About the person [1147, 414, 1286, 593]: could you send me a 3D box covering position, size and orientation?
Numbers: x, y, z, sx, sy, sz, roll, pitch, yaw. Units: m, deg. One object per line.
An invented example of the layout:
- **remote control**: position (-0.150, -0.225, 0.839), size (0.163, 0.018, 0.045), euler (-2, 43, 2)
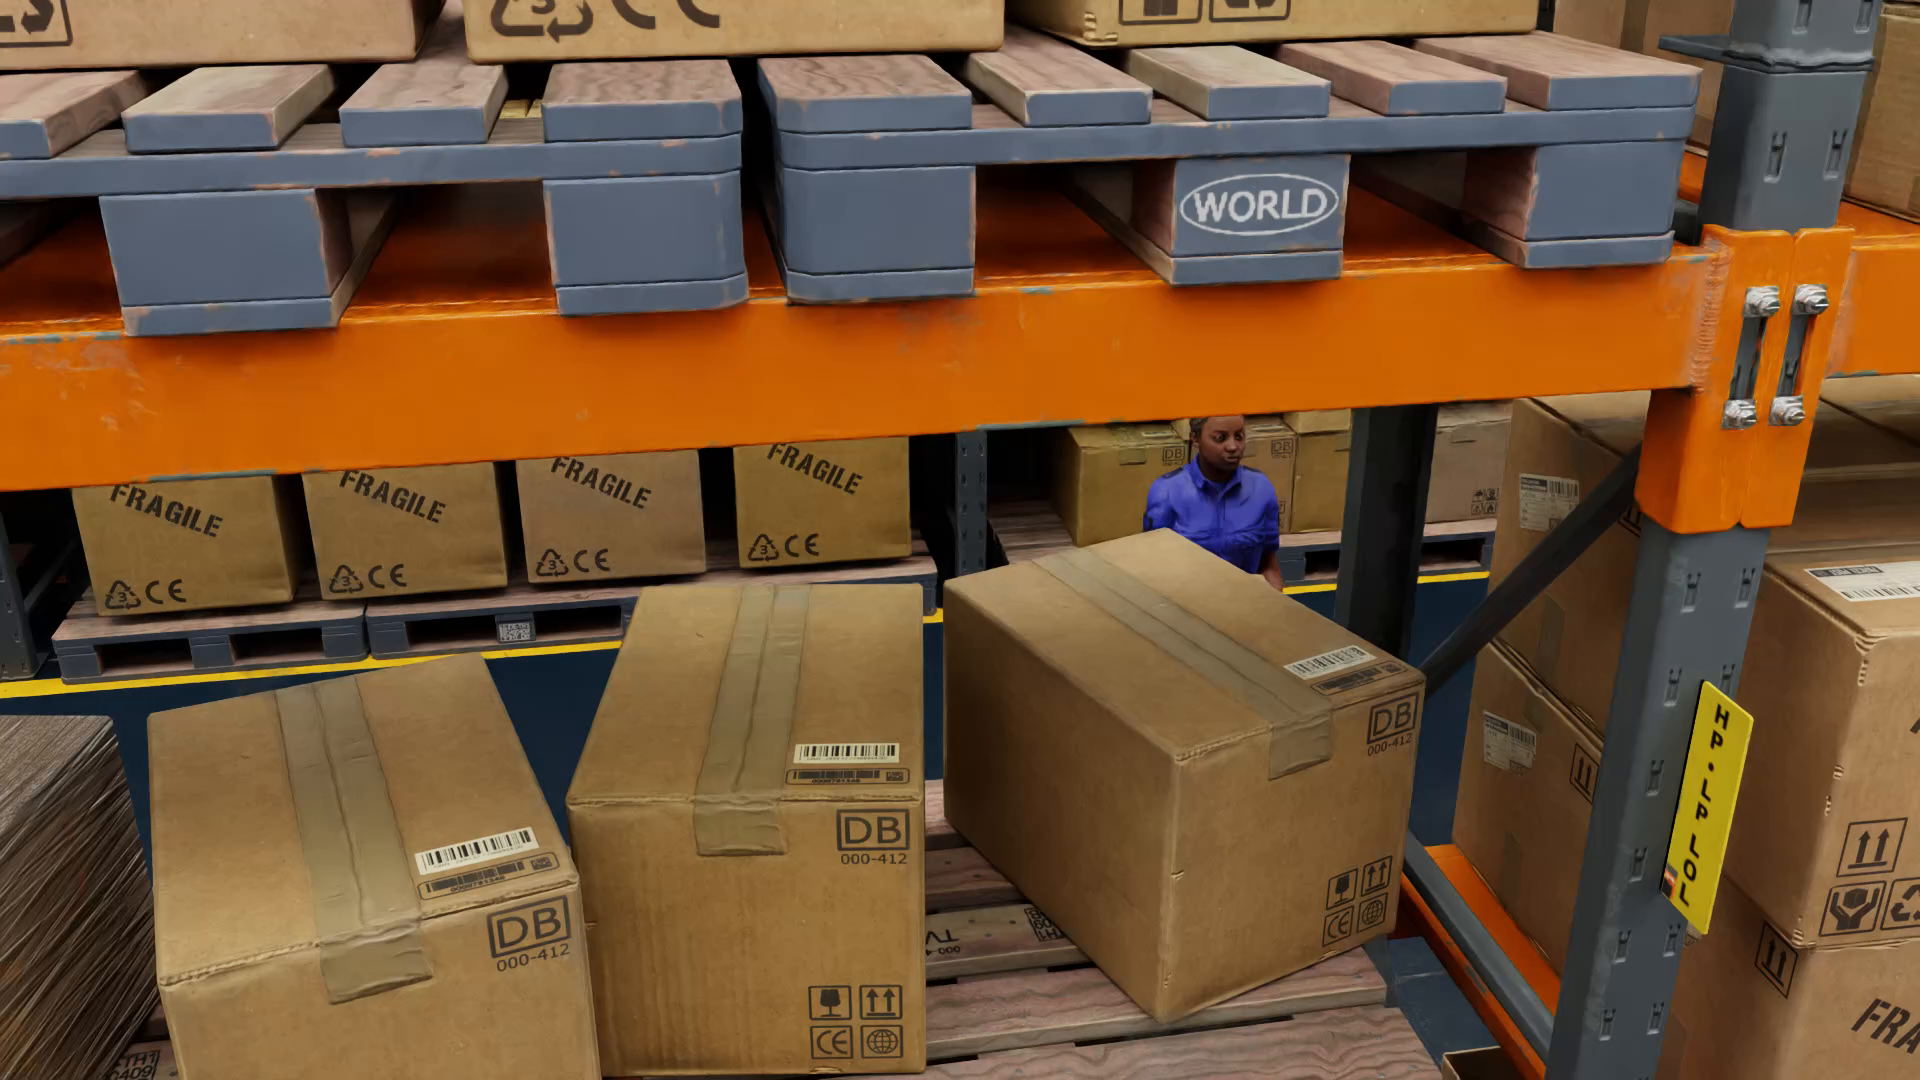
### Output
- **person**: position (0.791, 0.336, 5.330), size (0.512, 1.654, 0.352), euler (-4, 24, -10)
